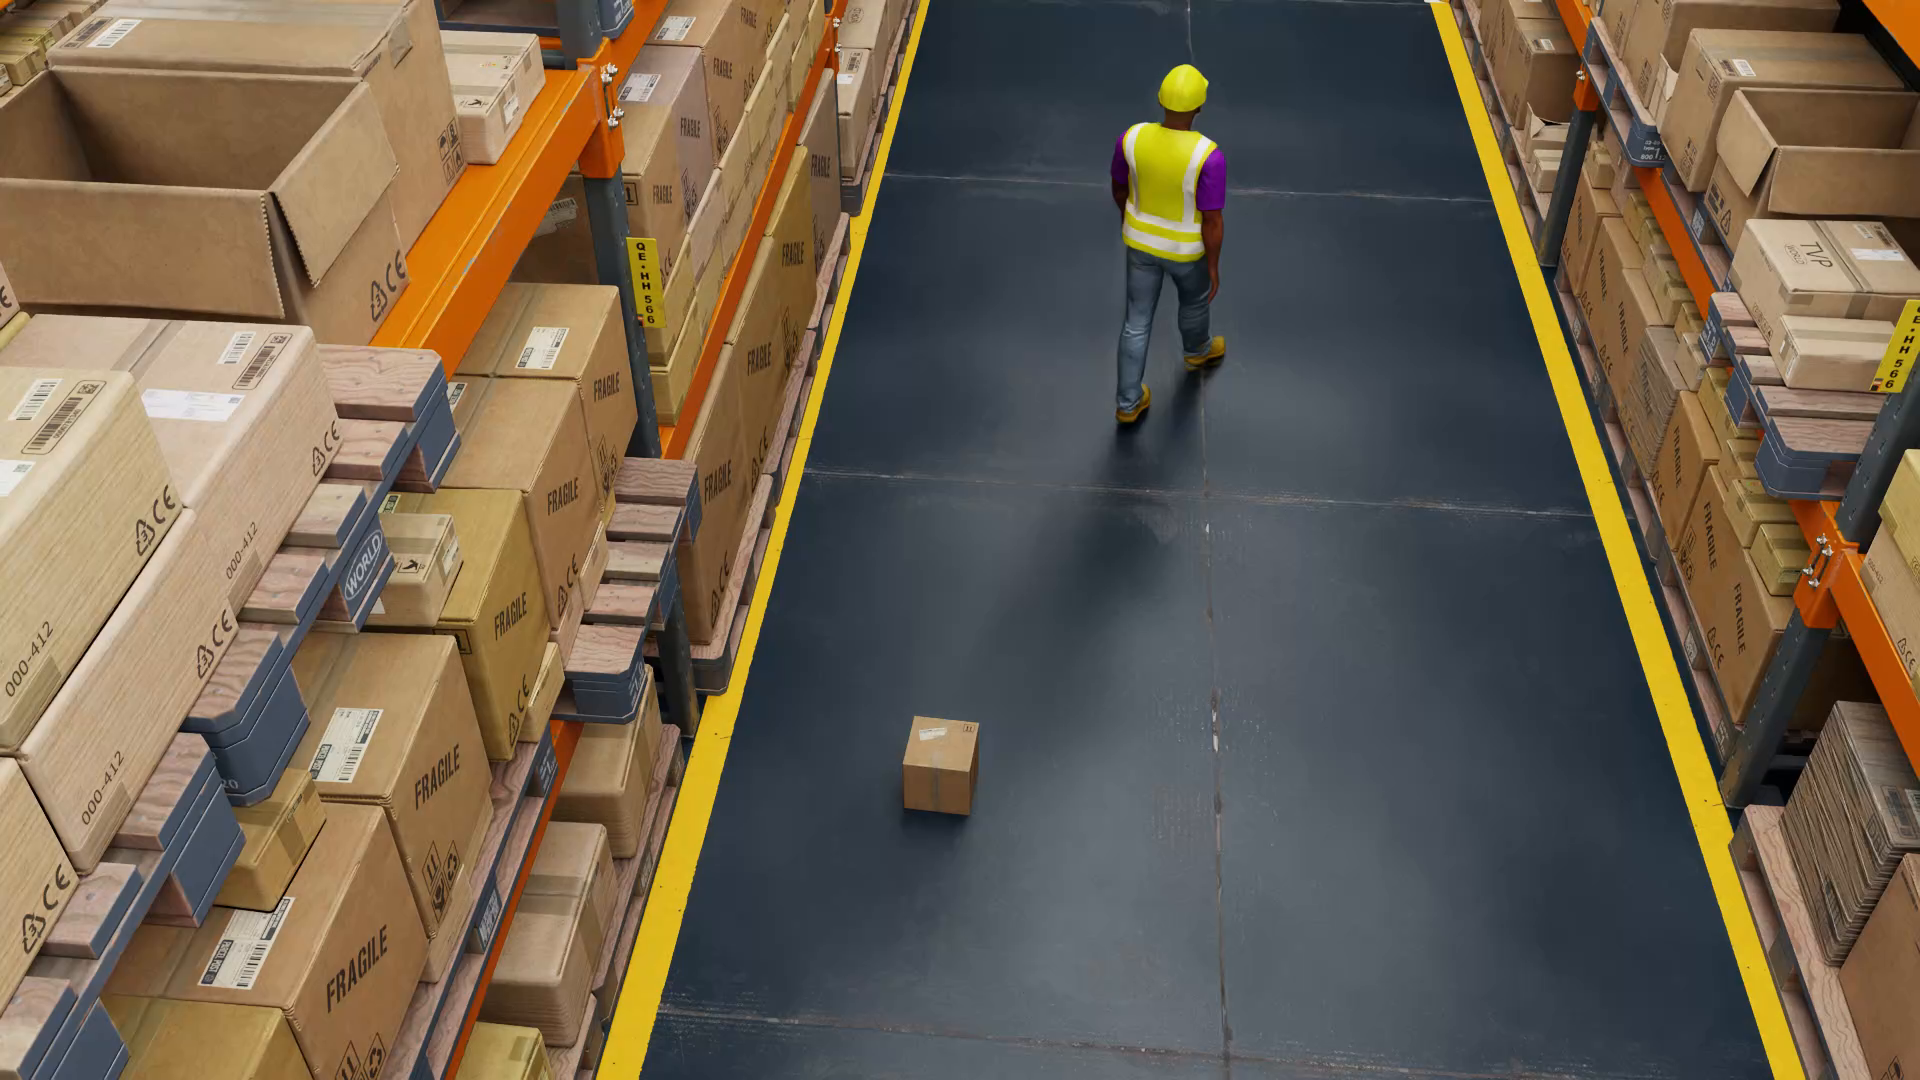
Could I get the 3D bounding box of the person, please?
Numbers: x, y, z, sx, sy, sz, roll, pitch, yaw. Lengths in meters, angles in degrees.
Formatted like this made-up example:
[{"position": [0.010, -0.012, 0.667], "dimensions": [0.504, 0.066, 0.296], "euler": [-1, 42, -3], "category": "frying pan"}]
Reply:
[{"position": [1.015, -1.471, 7.879], "dimensions": [0.612, 1.726, 0.942], "euler": [17, 43, 19], "category": "person"}]
